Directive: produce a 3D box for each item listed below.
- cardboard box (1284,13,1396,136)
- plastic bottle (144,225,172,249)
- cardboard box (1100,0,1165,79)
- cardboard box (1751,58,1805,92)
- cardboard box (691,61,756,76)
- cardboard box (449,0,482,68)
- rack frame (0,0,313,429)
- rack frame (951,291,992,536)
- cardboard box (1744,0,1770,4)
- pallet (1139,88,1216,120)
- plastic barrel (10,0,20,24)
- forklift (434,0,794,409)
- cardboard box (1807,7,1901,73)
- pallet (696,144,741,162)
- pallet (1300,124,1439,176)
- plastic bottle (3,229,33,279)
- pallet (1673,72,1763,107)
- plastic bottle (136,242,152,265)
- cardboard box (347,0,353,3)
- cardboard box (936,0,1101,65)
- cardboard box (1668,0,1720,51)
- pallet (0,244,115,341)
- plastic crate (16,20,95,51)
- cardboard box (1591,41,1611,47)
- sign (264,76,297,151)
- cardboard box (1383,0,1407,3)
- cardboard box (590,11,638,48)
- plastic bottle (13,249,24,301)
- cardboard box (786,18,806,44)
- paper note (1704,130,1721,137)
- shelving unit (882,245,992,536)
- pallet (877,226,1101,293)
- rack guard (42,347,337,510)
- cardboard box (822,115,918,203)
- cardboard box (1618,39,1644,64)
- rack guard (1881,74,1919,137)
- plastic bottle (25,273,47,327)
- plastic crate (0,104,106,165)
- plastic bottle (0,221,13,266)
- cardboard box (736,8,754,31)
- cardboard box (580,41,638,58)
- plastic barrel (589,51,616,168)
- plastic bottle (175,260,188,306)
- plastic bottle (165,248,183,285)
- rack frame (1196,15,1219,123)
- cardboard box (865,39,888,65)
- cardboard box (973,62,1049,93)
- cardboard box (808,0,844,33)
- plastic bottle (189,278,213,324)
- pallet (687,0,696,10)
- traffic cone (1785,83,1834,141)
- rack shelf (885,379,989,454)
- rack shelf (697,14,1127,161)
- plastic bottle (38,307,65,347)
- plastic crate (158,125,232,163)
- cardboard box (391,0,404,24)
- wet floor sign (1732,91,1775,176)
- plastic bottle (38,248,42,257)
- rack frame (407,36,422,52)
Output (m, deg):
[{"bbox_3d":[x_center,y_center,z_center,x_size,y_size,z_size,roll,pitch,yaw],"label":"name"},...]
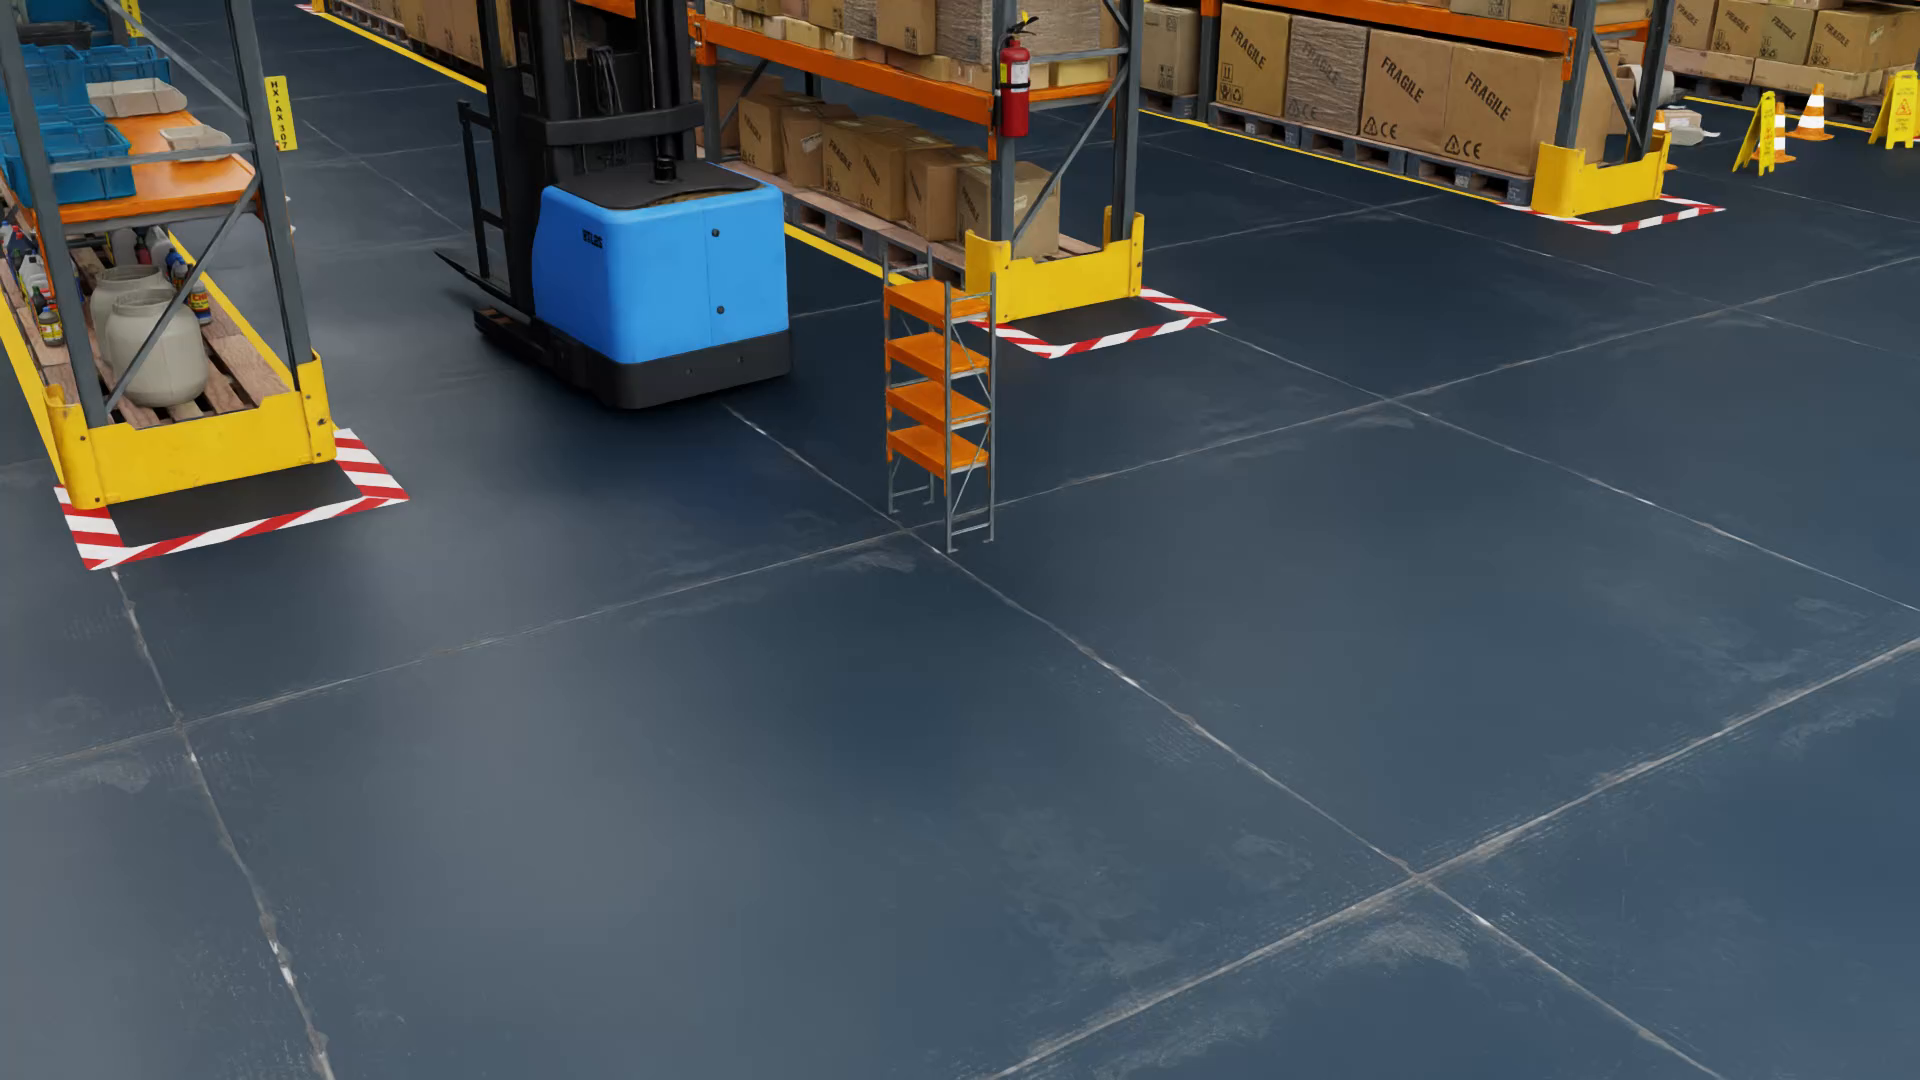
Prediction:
[{"bbox_3d":[3.439,-4.033,14.277,0.875,0.875,0.875,-15,29,-29],"label":"cardboard box"},{"bbox_3d":[-4.827,-1.747,10.024,0.144,0.351,0.185,-16,29,-30],"label":"plastic bottle"},{"bbox_3d":[1.722,-5.086,16.654,1.050,0.750,0.750,-16,29,-30],"label":"cardboard box"},{"bbox_3d":[7.992,-4.486,15.968,0.500,0.250,0.500,-15,29,-29],"label":"cardboard box"},{"bbox_3d":[-2.113,-3.715,14.019,0.700,0.500,0.500,-16,29,-30],"label":"cardboard box"},{"bbox_3d":[-4.575,-5.479,17.340,1.225,0.875,0.875,-15,29,-29],"label":"cardboard box"},{"bbox_3d":[-3.518,-1.662,7.257,1.000,3.000,0.127,-16,29,-30],"label":"rack frame"},{"bbox_3d":[0.044,-0.515,6.935,0.228,1.046,0.006,-16,29,-30],"label":"rack frame"},{"bbox_3d":[7.746,-5.232,15.909,0.380,0.149,0.250,-14,29,-27],"label":"cardboard box"},{"bbox_3d":[2.175,-4.364,16.248,1.003,0.211,1.213,-16,29,-30],"label":"pallet"},{"bbox_3d":[-6.440,-3.810,11.648,0.433,0.535,0.433,0,25,0],"label":"plastic barrel"},{"bbox_3d":[4.172,-5.263,14.965,18.928,2.935,5.417,-18,31,-33],"label":"forklift"},{"bbox_3d":[8.279,-4.637,15.410,0.500,0.500,0.500,-15,29,-29],"label":"cardboard box"},{"bbox_3d":[-1.978,-3.264,13.918,1.003,0.211,1.213,-16,29,-30],"label":"pallet"},{"bbox_3d":[3.679,-3.379,14.160,1.003,0.211,1.213,-16,29,-30],"label":"pallet"},{"bbox_3d":[-5.695,-1.735,10.086,0.152,0.276,0.135,-14,29,-28],"label":"plastic bottle"},{"bbox_3d":[7.818,-4.627,16.804,1.003,0.211,1.213,-16,29,-30],"label":"pallet"},{"bbox_3d":[-4.831,-1.632,9.860,0.061,0.283,0.133,-16,29,-30],"label":"plastic bottle"},{"bbox_3d":[-7.686,-7.558,21.744,0.875,0.875,0.875,-16,29,-30],"label":"cardboard box"},{"bbox_3d":[0.355,-3.199,10.048,0.875,0.500,0.500,-16,29,-30],"label":"cardboard box"},{"bbox_3d":[7.431,-5.194,16.589,0.500,0.500,0.500,-14,29,-27],"label":"cardboard box"},{"bbox_3d":[-5.370,-1.582,10.354,1.003,0.211,1.213,-16,29,-30],"label":"pallet"},{"bbox_3d":[-5.522,-2.848,9.842,0.767,0.338,0.504,-16,29,-30],"label":"plastic crate"},{"bbox_3d":[6.196,-4.727,16.675,0.500,0.500,0.500,3,25,6],"label":"cardboard box"},{"bbox_3d":[-3.055,-1.914,7.467,0.100,0.325,0.005,-16,29,-30],"label":"sign"},{"bbox_3d":[3.759,-4.727,13.575,0.875,0.550,0.500,-16,29,-30],"label":"cardboard box"},{"bbox_3d":[-3.046,-4.666,15.154,0.500,0.250,0.500,-12,28,-24],"label":"cardboard box"},{"bbox_3d":[-5.450,-1.542,9.669,0.061,0.283,0.133,-14,29,-27],"label":"plastic bottle"},{"bbox_3d":[-0.983,-3.545,11.540,0.380,0.149,0.250,-16,29,-30],"label":"cardboard box"},{"bbox_3d":[6.751,-3.658,14.962,0.142,0.019,0.148,18,31,33],"label":"paper note"},{"bbox_3d":[-0.092,-0.603,7.121,0.258,1.200,0.499,-16,29,-30],"label":"shelving unit"},{"bbox_3d":[0.177,-1.881,10.988,1.003,0.211,1.213,-16,29,-30],"label":"pallet"},{"bbox_3d":[-3.599,-0.548,7.825,1.175,0.500,0.348,-16,29,-30],"label":"rack guard"},{"bbox_3d":[-0.643,-2.747,11.992,0.500,0.500,0.500,-19,31,-34],"label":"cardboard box"},{"bbox_3d":[7.148,-5.041,17.143,0.500,0.250,0.500,-14,29,-27],"label":"cardboard box"},{"bbox_3d":[8.894,-4.023,15.186,1.175,0.500,0.348,-16,29,-30],"label":"rack guard"},{"bbox_3d":[-5.078,-1.330,9.230,0.152,0.276,0.135,-16,30,-31],"label":"plastic bottle"},{"bbox_3d":[-4.391,-1.938,8.015,0.499,0.251,0.408,-16,29,-30],"label":"plastic crate"},{"bbox_3d":[-5.895,-1.842,10.319,0.097,0.271,0.097,0,25,0],"label":"plastic bottle"},{"bbox_3d":[-1.401,-3.811,12.104,0.380,0.149,0.250,-16,29,-30],"label":"cardboard box"},{"bbox_3d":[-3.039,-4.316,15.292,0.700,0.500,0.500,-18,31,-34],"label":"cardboard box"},{"bbox_3d":[-5.332,-3.140,11.683,2.652,1.474,8.785,-16,29,-30],"label":"plastic barrel"},{"bbox_3d":[-4.434,-1.471,9.533,0.097,0.271,0.097,0,25,0],"label":"plastic bottle"},{"bbox_3d":[-4.599,-1.579,9.762,0.097,0.271,0.097,0,25,0],"label":"plastic bottle"},{"bbox_3d":[2.659,-5.367,15.105,1.000,3.000,0.127,-16,29,-30],"label":"rack frame"},{"bbox_3d":[-0.393,-3.200,10.809,0.380,0.149,0.250,-16,29,-30],"label":"cardboard box"},{"bbox_3d":[0.304,-2.757,9.870,0.380,0.149,0.250,-16,29,-30],"label":"cardboard box"},{"bbox_3d":[-0.519,-3.721,11.152,0.875,0.500,0.500,-16,29,-30],"label":"cardboard box"},{"bbox_3d":[-4.246,-1.348,9.273,0.097,0.271,0.097,0,25,0],"label":"plastic bottle"},{"bbox_3d":[-1.847,-4.468,13.425,1.003,0.211,1.213,-16,29,-30],"label":"pallet"},{"bbox_3d":[7.620,-3.832,14.825,0.336,0.463,0.334,-16,29,-30],"label":"traffic cone"},{"bbox_3d":[-0.090,-0.541,7.148,0.258,0.148,0.480,-16,29,-30],"label":"rack shelf"},{"bbox_3d":[-0.460,-3.206,11.371,1.077,0.370,4.000,-16,29,-30],"label":"rack shelf"},{"bbox_3d":[-4.888,-1.150,8.936,0.097,0.201,0.097,0,25,0],"label":"plastic bottle"},{"bbox_3d":[-3.737,-1.938,8.151,0.298,0.136,0.250,-16,29,-30],"label":"plastic crate"},{"bbox_3d":[-6.212,-6.592,19.698,0.875,0.875,0.875,-16,29,-30],"label":"cardboard box"},{"bbox_3d":[6.518,-3.323,13.532,0.267,0.644,0.232,-22,33,-38],"label":"wet floor sign"},{"bbox_3d":[-5.428,-1.649,9.910,0.097,0.271,0.097,0,25,0],"label":"plastic bottle"},{"bbox_3d":[-5.919,-7.109,18.794,1.000,3.000,0.127,-16,29,-30],"label":"rack frame"}]
